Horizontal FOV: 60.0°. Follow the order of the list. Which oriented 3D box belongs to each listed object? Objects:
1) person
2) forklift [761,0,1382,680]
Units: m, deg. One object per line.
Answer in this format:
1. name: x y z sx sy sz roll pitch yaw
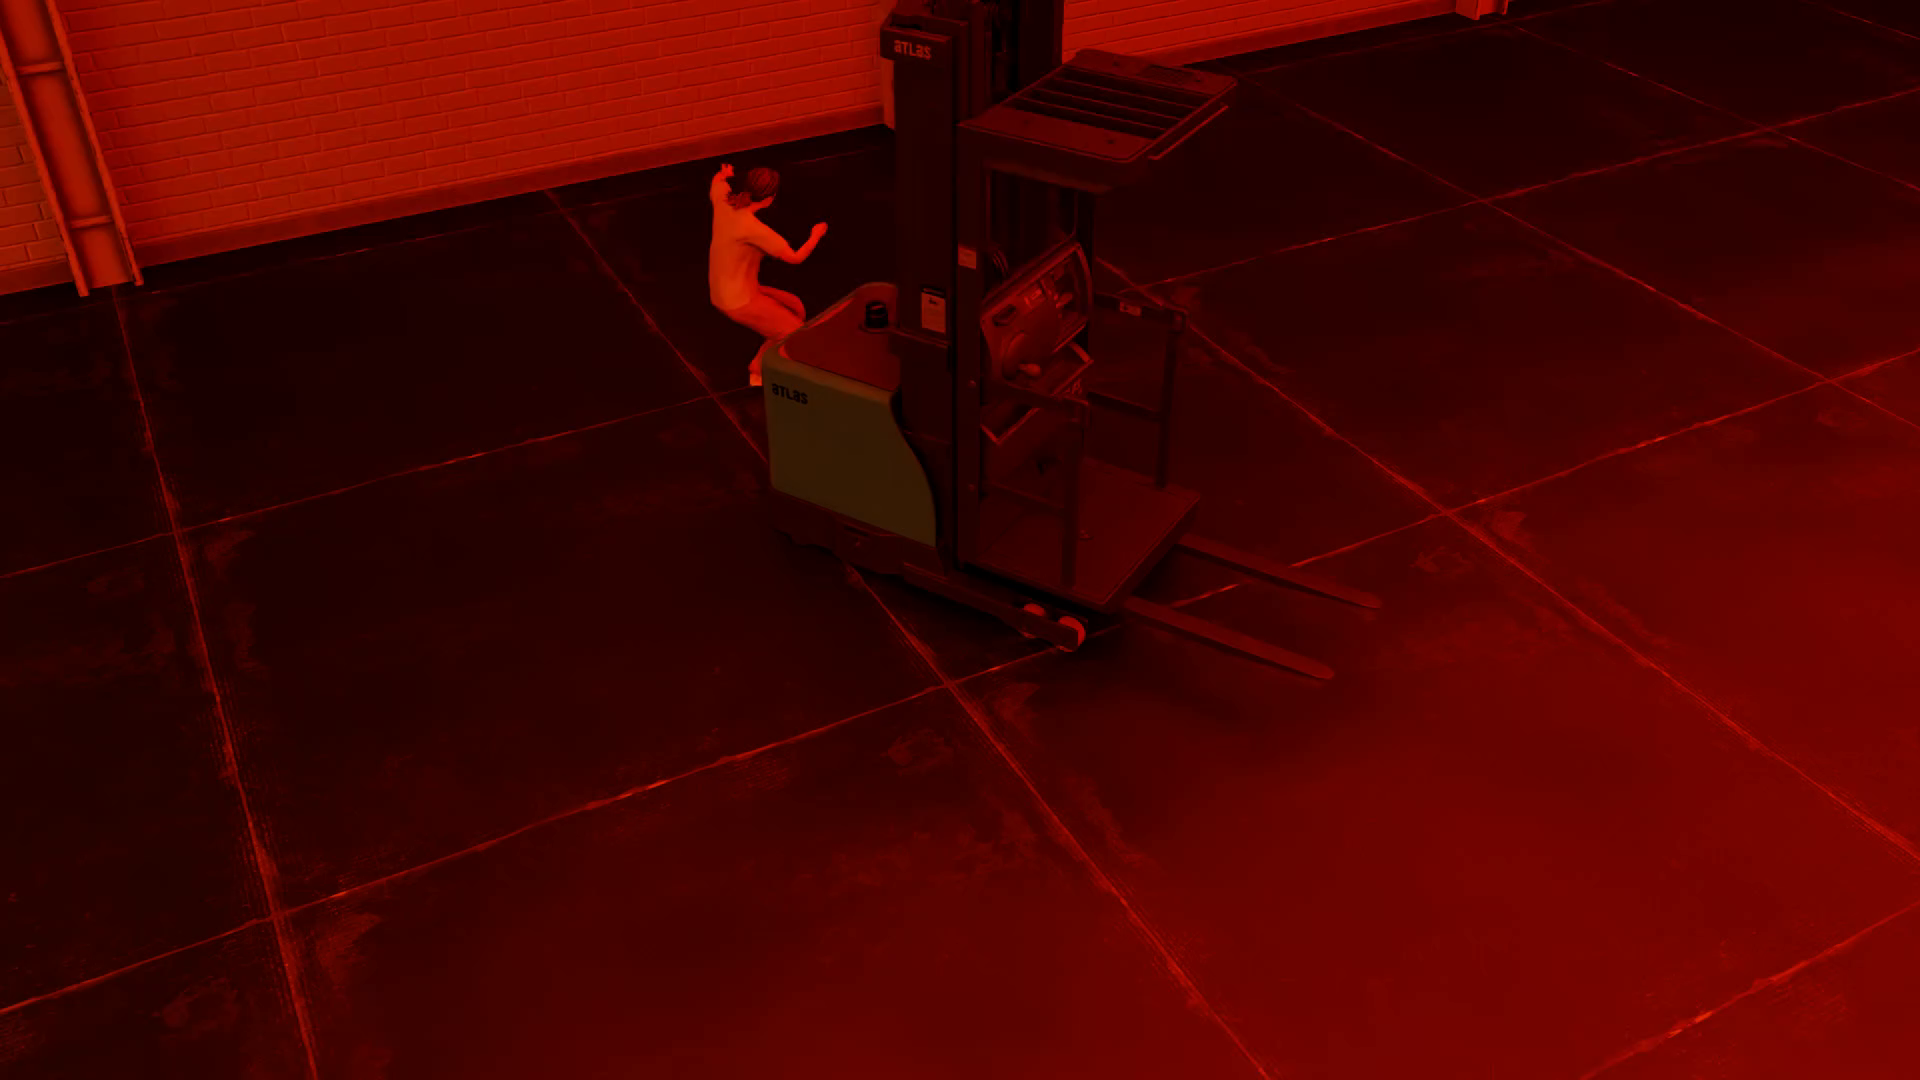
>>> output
1. person: -1.113 -1.508 9.596 0.707 1.396 1.429 -19 39 -24
2. forklift: 0.534 -1.017 7.562 3.031 2.935 1.130 20 40 25
